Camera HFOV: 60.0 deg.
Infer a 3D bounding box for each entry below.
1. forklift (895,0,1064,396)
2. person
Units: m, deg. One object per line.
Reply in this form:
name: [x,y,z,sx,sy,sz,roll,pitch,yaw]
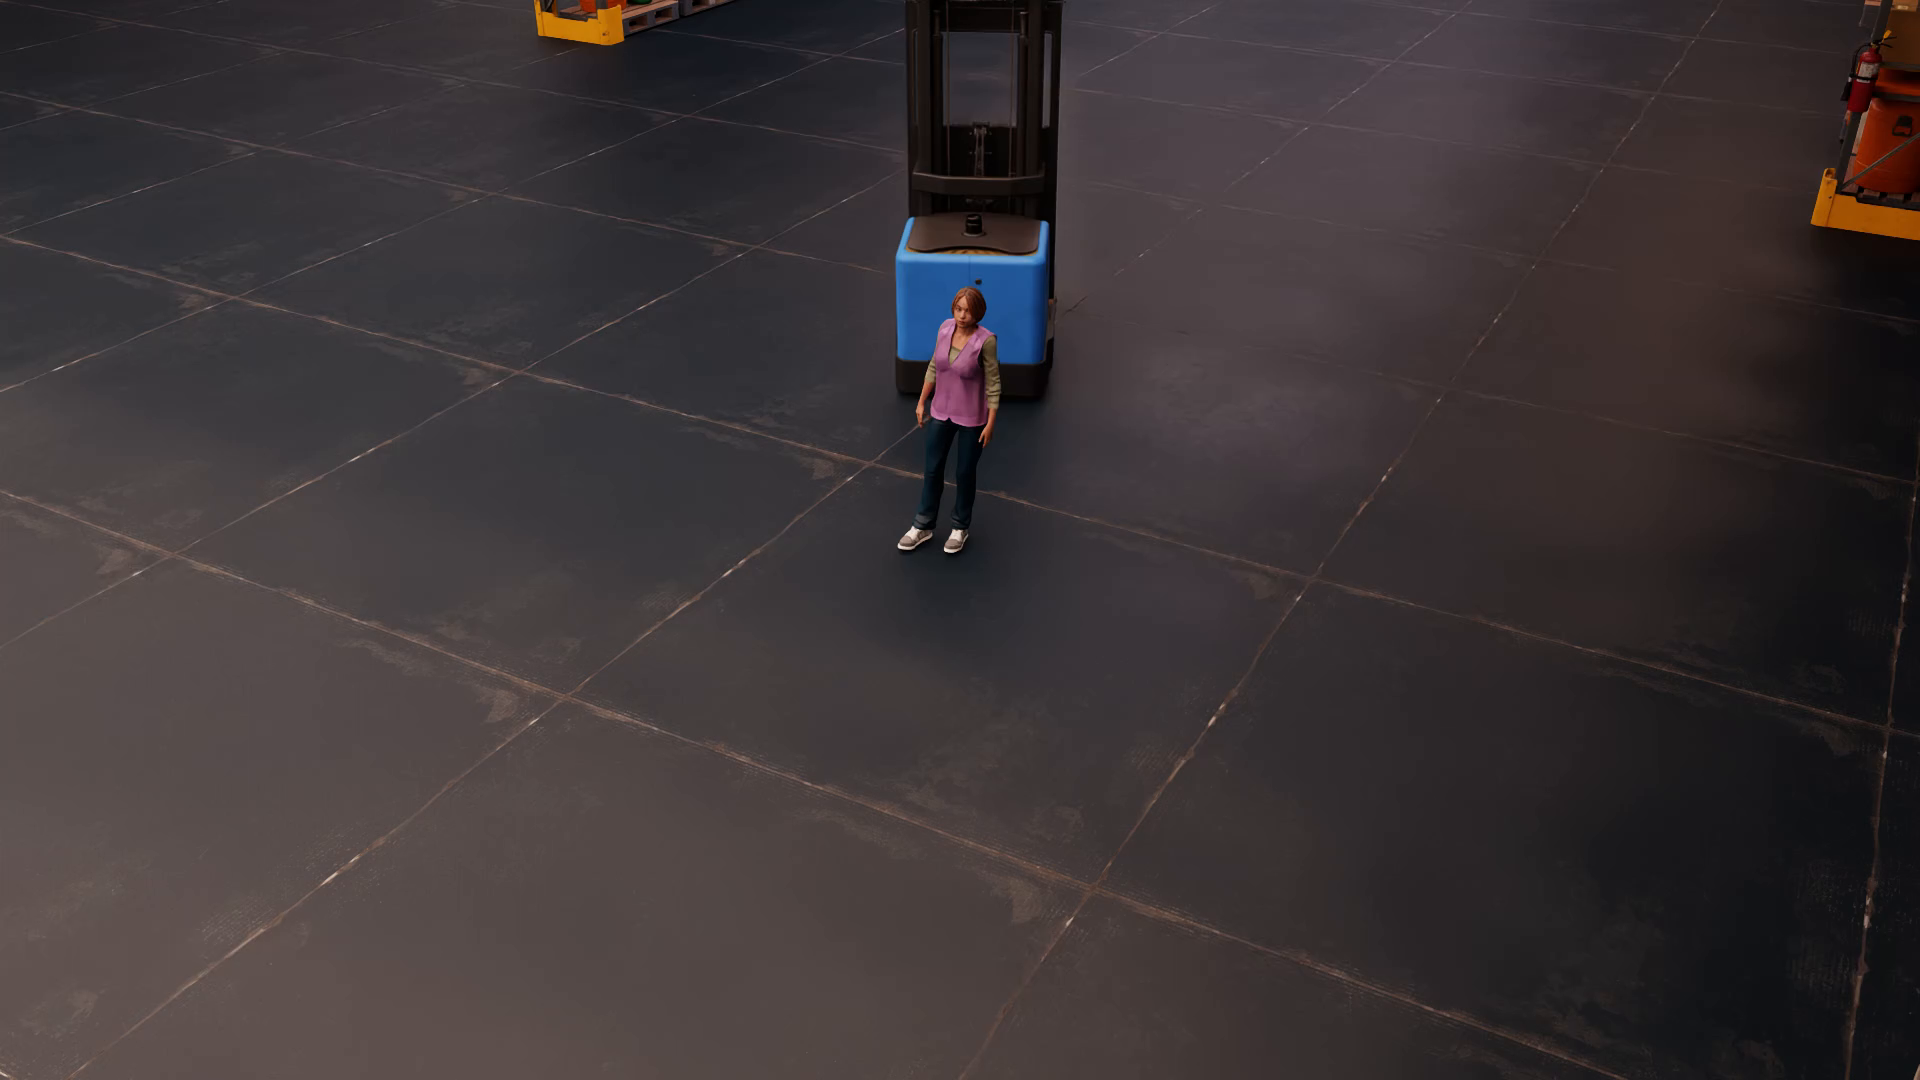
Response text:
forklift: [0.184,-2.978,12.231,1.130,2.935,3.031,2,30,4]
person: [-0.049,-0.663,9.553,0.520,1.585,0.473,15,33,25]
